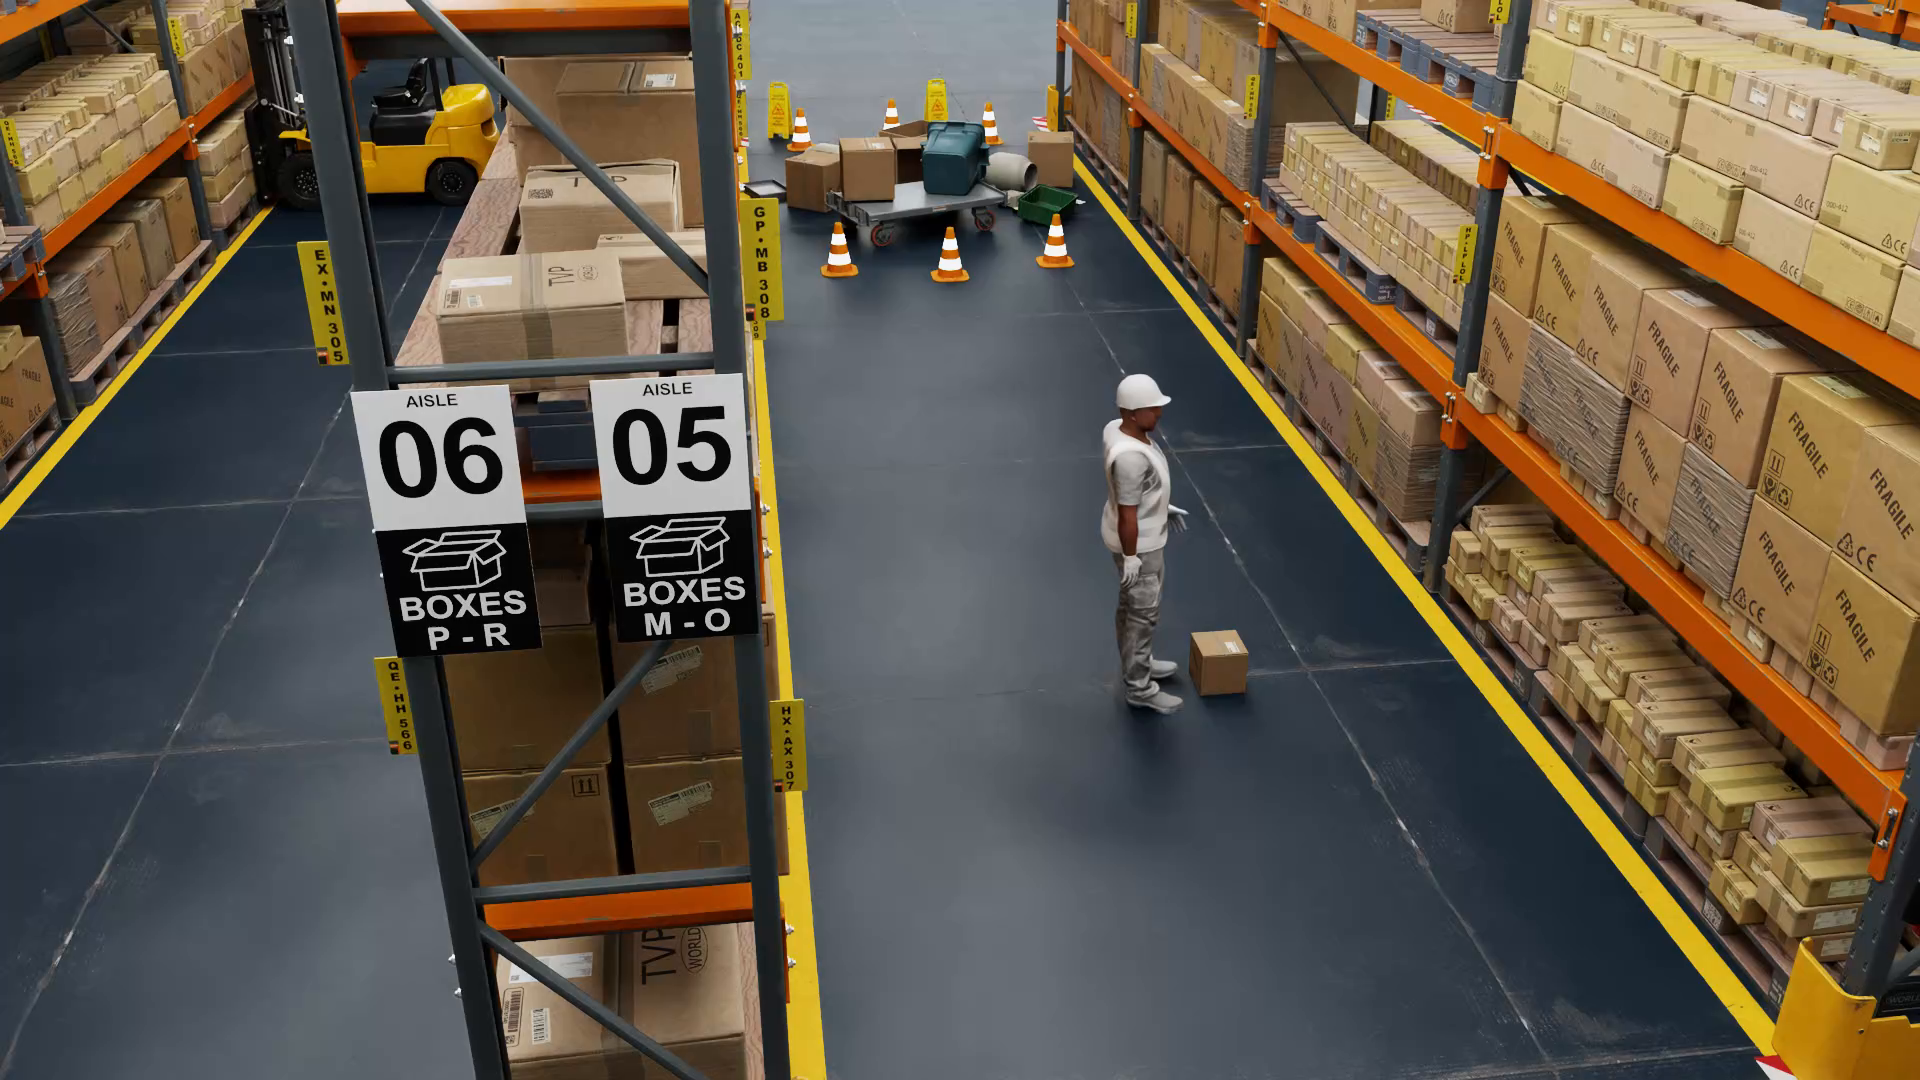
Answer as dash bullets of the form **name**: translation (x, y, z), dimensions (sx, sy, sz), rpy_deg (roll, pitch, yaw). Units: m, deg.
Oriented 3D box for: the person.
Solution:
- **person**: translation (0.961, 0.001, 8.569), dimensions (0.491, 1.808, 0.570), rpy_deg (-1, 27, -2)
